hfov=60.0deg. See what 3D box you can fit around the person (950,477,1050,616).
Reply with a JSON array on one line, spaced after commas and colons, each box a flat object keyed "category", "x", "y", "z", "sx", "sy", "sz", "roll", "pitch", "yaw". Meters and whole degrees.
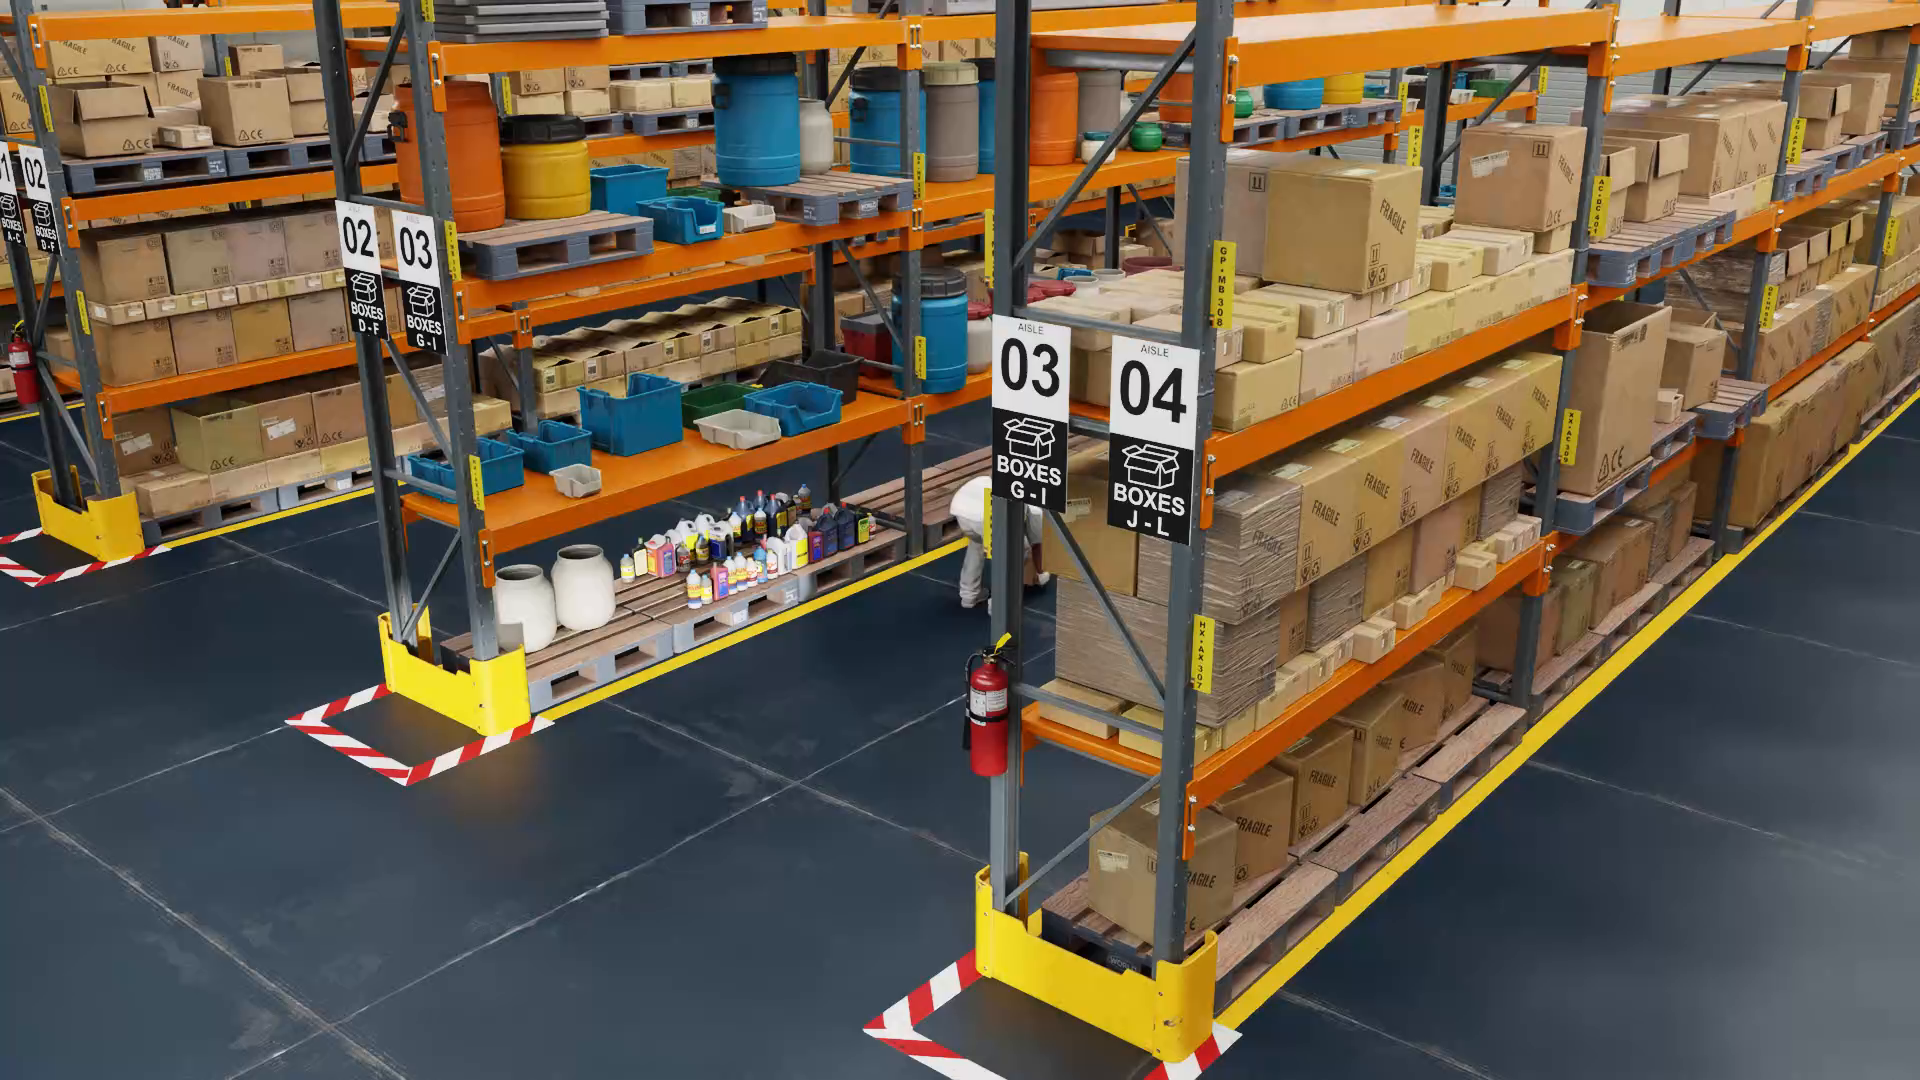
[{"category": "person", "x": 0.324, "y": -0.030, "z": 12.265, "sx": 0.520, "sy": 1.000, "sz": 0.982, "roll": 14, "pitch": 24, "yaw": 34}]
